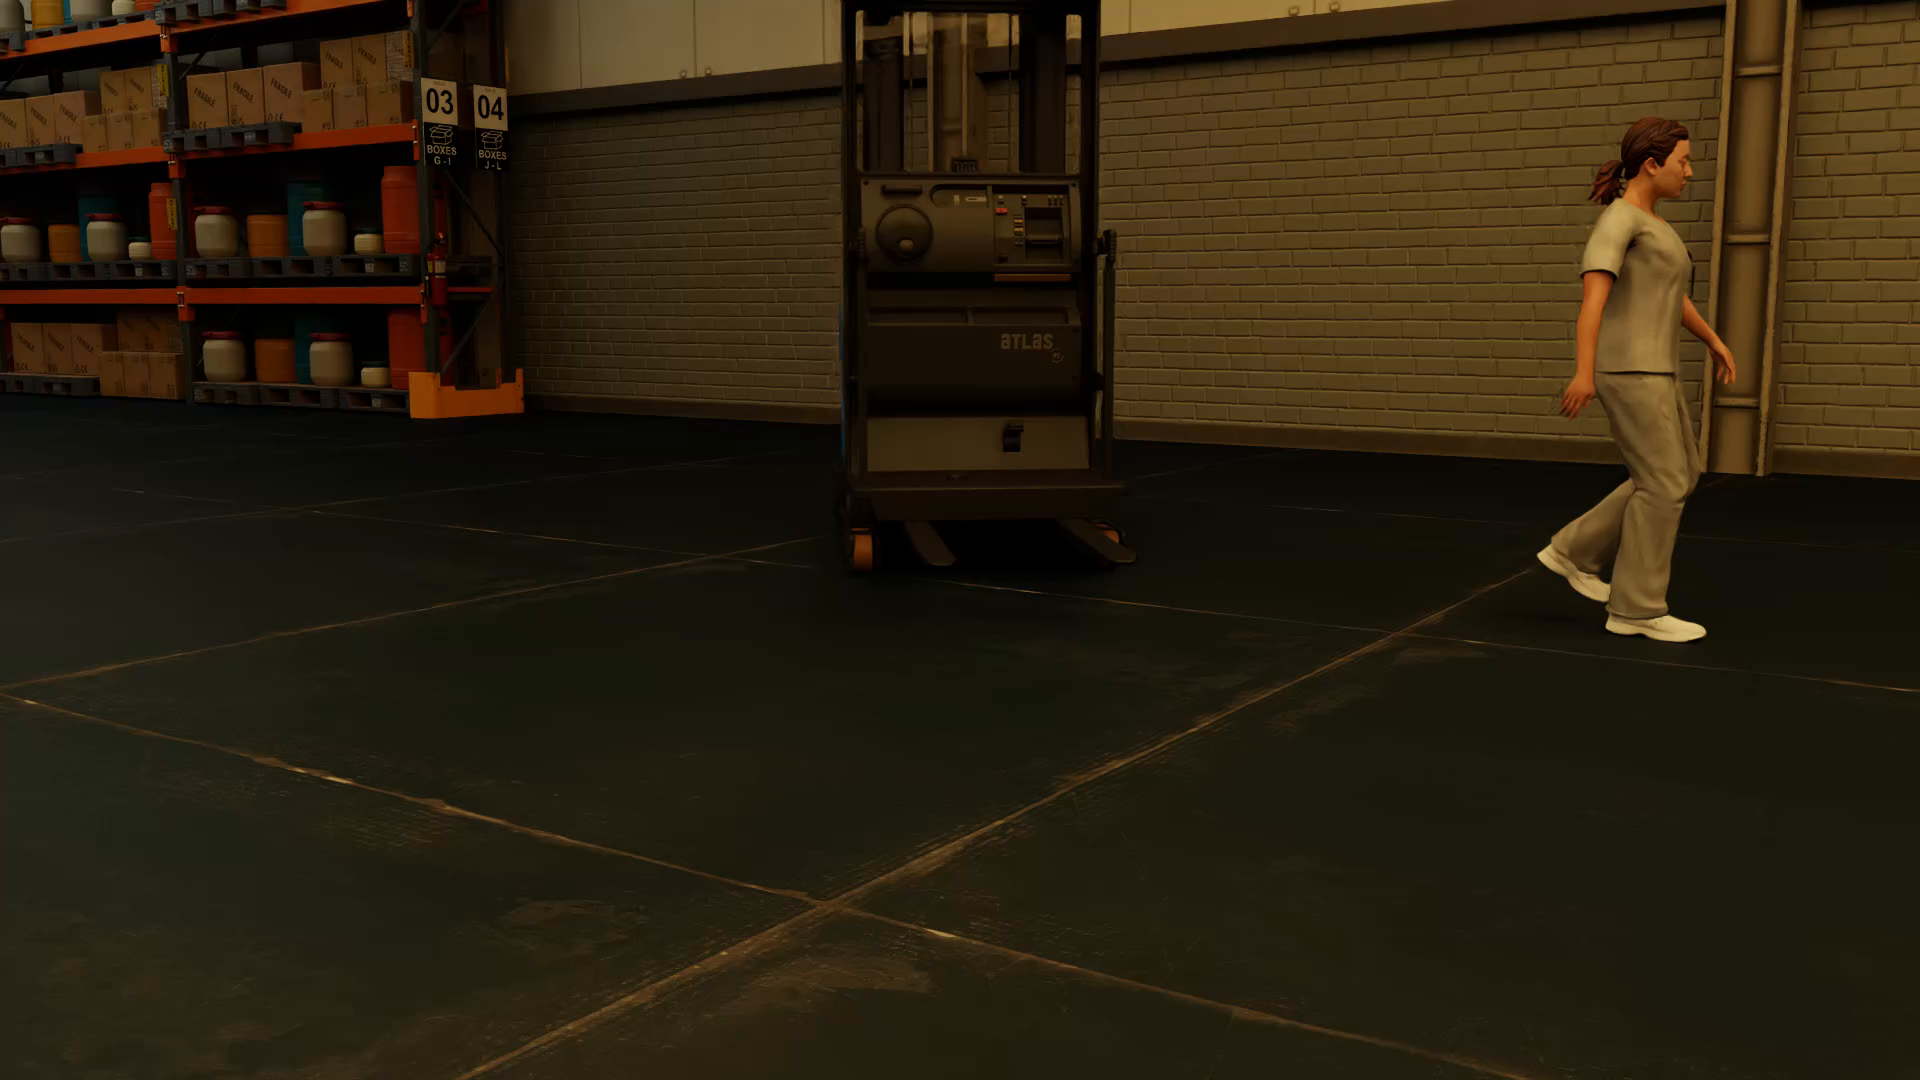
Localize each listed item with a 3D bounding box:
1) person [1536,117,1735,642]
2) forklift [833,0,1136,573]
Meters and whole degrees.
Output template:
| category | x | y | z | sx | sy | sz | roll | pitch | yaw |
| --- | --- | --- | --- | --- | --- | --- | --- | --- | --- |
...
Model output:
| category | x | y | z | sx | sy | sz | roll | pitch | yaw |
| --- | --- | --- | --- | --- | --- | --- | --- | --- | --- |
| person | 2.174 | -0.521 | 5.394 | 0.568 | 1.659 | 0.684 | 5 | 9 | 29 |
| forklift | 0.073 | -1.366 | 6.797 | 1.130 | 2.935 | 3.031 | -1 | 8 | -6 |
